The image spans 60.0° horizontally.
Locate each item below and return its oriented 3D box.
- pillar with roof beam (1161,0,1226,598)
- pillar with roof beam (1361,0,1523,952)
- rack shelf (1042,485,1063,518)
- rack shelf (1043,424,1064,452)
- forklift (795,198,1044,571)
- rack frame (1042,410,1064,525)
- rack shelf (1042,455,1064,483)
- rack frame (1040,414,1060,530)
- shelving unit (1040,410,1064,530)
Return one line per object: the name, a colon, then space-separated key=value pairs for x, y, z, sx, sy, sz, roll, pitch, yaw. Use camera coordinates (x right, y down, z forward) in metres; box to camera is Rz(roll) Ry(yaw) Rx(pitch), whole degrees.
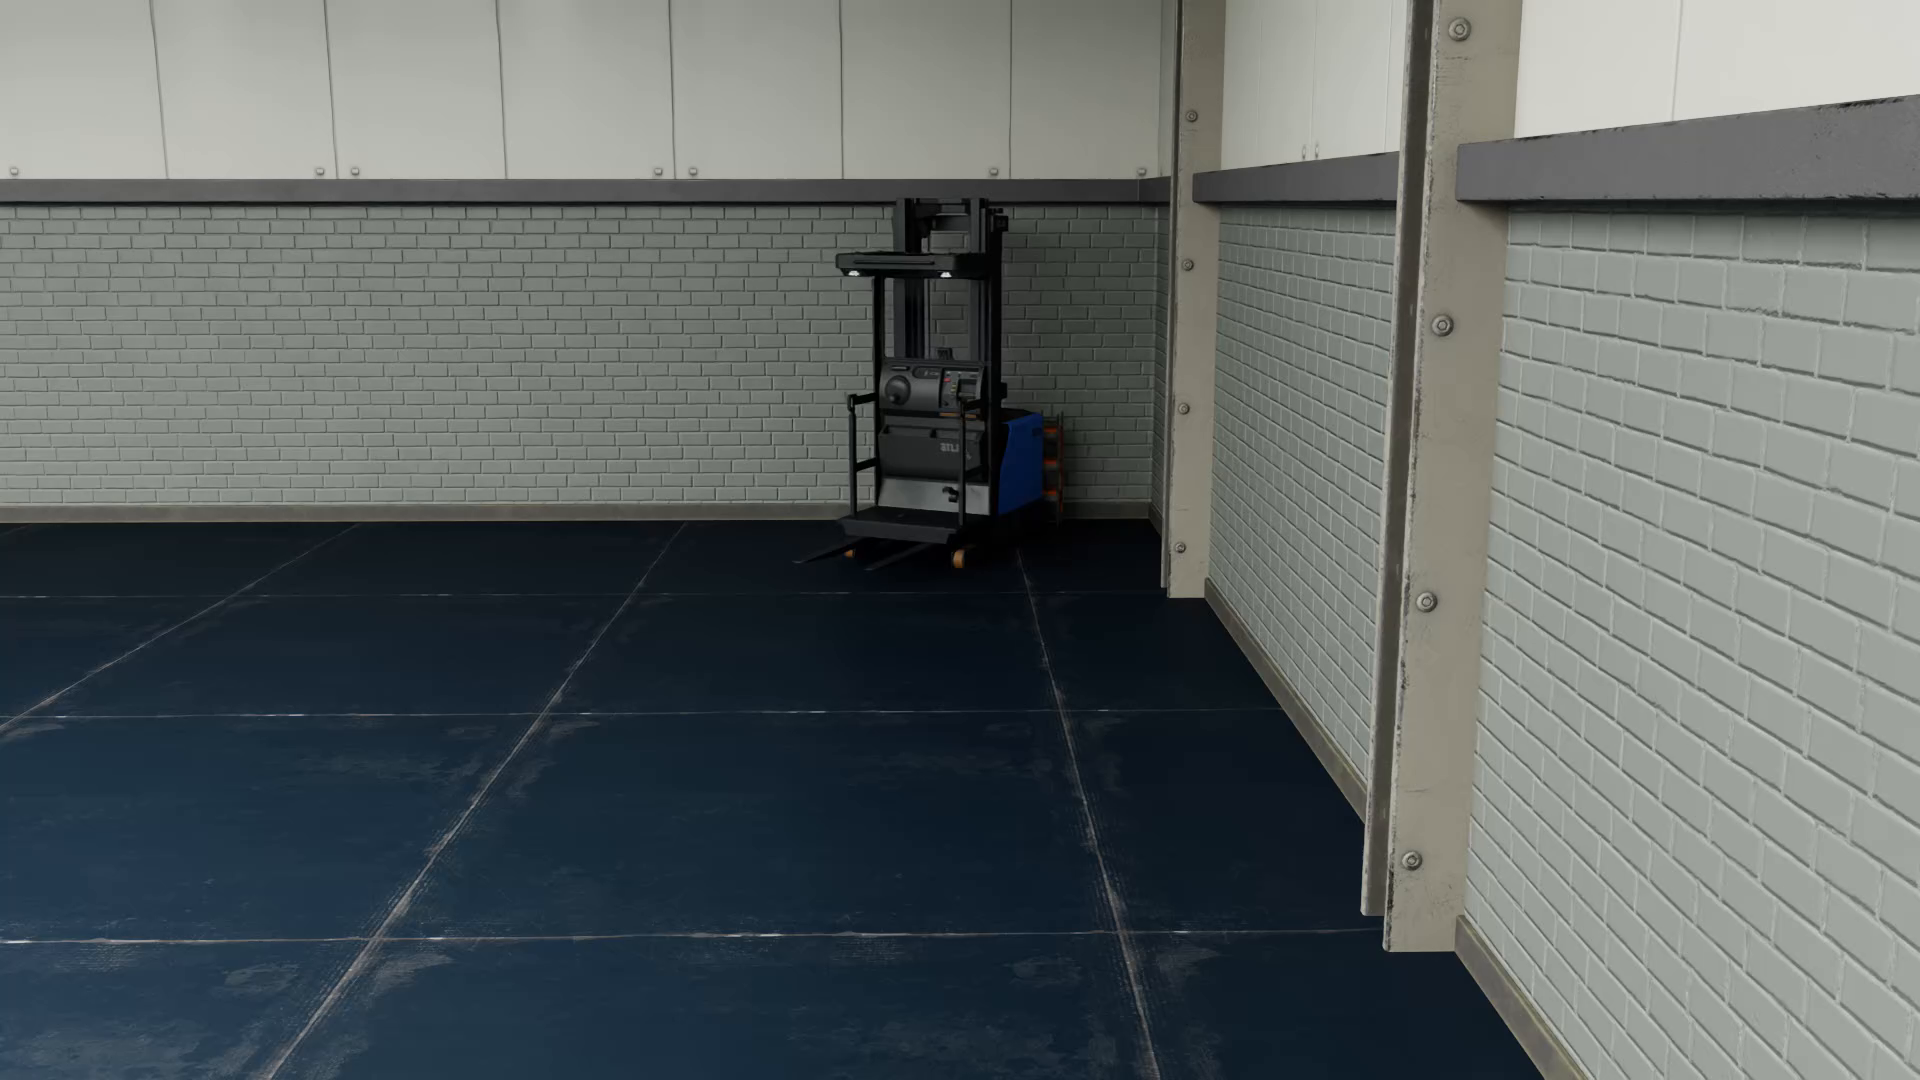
pillar with roof beam: x=-2.598 y=-4.002 z=11.651 sx=9.100 sy=9.000 sz=0.400 roll=0 pitch=11 yaw=-1
pillar with roof beam: x=-2.474 y=-2.809 z=5.772 sx=9.100 sy=9.000 sz=0.400 roll=0 pitch=11 yaw=-1
rack shelf: x=0.813 y=-0.354 z=15.114 sx=0.215 sy=0.259 sz=0.240 roll=2 pitch=12 yaw=12
rack shelf: x=0.814 y=-0.905 z=15.003 sx=0.215 sy=0.259 sz=0.240 roll=2 pitch=12 yaw=12
forklift: x=-0.322 y=-1.297 z=13.579 sx=1.130 sy=2.935 sz=3.031 roll=5 pitch=13 yaw=24
rack frame: x=0.838 y=-0.661 z=15.174 sx=0.200 sy=1.050 sz=0.008 roll=2 pitch=12 yaw=12
rack shelf: x=0.813 y=-0.627 z=15.059 sx=0.215 sy=0.259 sz=0.240 roll=2 pitch=12 yaw=12
rack frame: x=0.788 y=-0.613 z=14.940 sx=0.200 sy=1.050 sz=0.008 roll=2 pitch=12 yaw=12
shelving unit: x=0.813 y=-0.637 z=15.057 sx=0.215 sy=1.050 sz=0.252 roll=2 pitch=12 yaw=12
